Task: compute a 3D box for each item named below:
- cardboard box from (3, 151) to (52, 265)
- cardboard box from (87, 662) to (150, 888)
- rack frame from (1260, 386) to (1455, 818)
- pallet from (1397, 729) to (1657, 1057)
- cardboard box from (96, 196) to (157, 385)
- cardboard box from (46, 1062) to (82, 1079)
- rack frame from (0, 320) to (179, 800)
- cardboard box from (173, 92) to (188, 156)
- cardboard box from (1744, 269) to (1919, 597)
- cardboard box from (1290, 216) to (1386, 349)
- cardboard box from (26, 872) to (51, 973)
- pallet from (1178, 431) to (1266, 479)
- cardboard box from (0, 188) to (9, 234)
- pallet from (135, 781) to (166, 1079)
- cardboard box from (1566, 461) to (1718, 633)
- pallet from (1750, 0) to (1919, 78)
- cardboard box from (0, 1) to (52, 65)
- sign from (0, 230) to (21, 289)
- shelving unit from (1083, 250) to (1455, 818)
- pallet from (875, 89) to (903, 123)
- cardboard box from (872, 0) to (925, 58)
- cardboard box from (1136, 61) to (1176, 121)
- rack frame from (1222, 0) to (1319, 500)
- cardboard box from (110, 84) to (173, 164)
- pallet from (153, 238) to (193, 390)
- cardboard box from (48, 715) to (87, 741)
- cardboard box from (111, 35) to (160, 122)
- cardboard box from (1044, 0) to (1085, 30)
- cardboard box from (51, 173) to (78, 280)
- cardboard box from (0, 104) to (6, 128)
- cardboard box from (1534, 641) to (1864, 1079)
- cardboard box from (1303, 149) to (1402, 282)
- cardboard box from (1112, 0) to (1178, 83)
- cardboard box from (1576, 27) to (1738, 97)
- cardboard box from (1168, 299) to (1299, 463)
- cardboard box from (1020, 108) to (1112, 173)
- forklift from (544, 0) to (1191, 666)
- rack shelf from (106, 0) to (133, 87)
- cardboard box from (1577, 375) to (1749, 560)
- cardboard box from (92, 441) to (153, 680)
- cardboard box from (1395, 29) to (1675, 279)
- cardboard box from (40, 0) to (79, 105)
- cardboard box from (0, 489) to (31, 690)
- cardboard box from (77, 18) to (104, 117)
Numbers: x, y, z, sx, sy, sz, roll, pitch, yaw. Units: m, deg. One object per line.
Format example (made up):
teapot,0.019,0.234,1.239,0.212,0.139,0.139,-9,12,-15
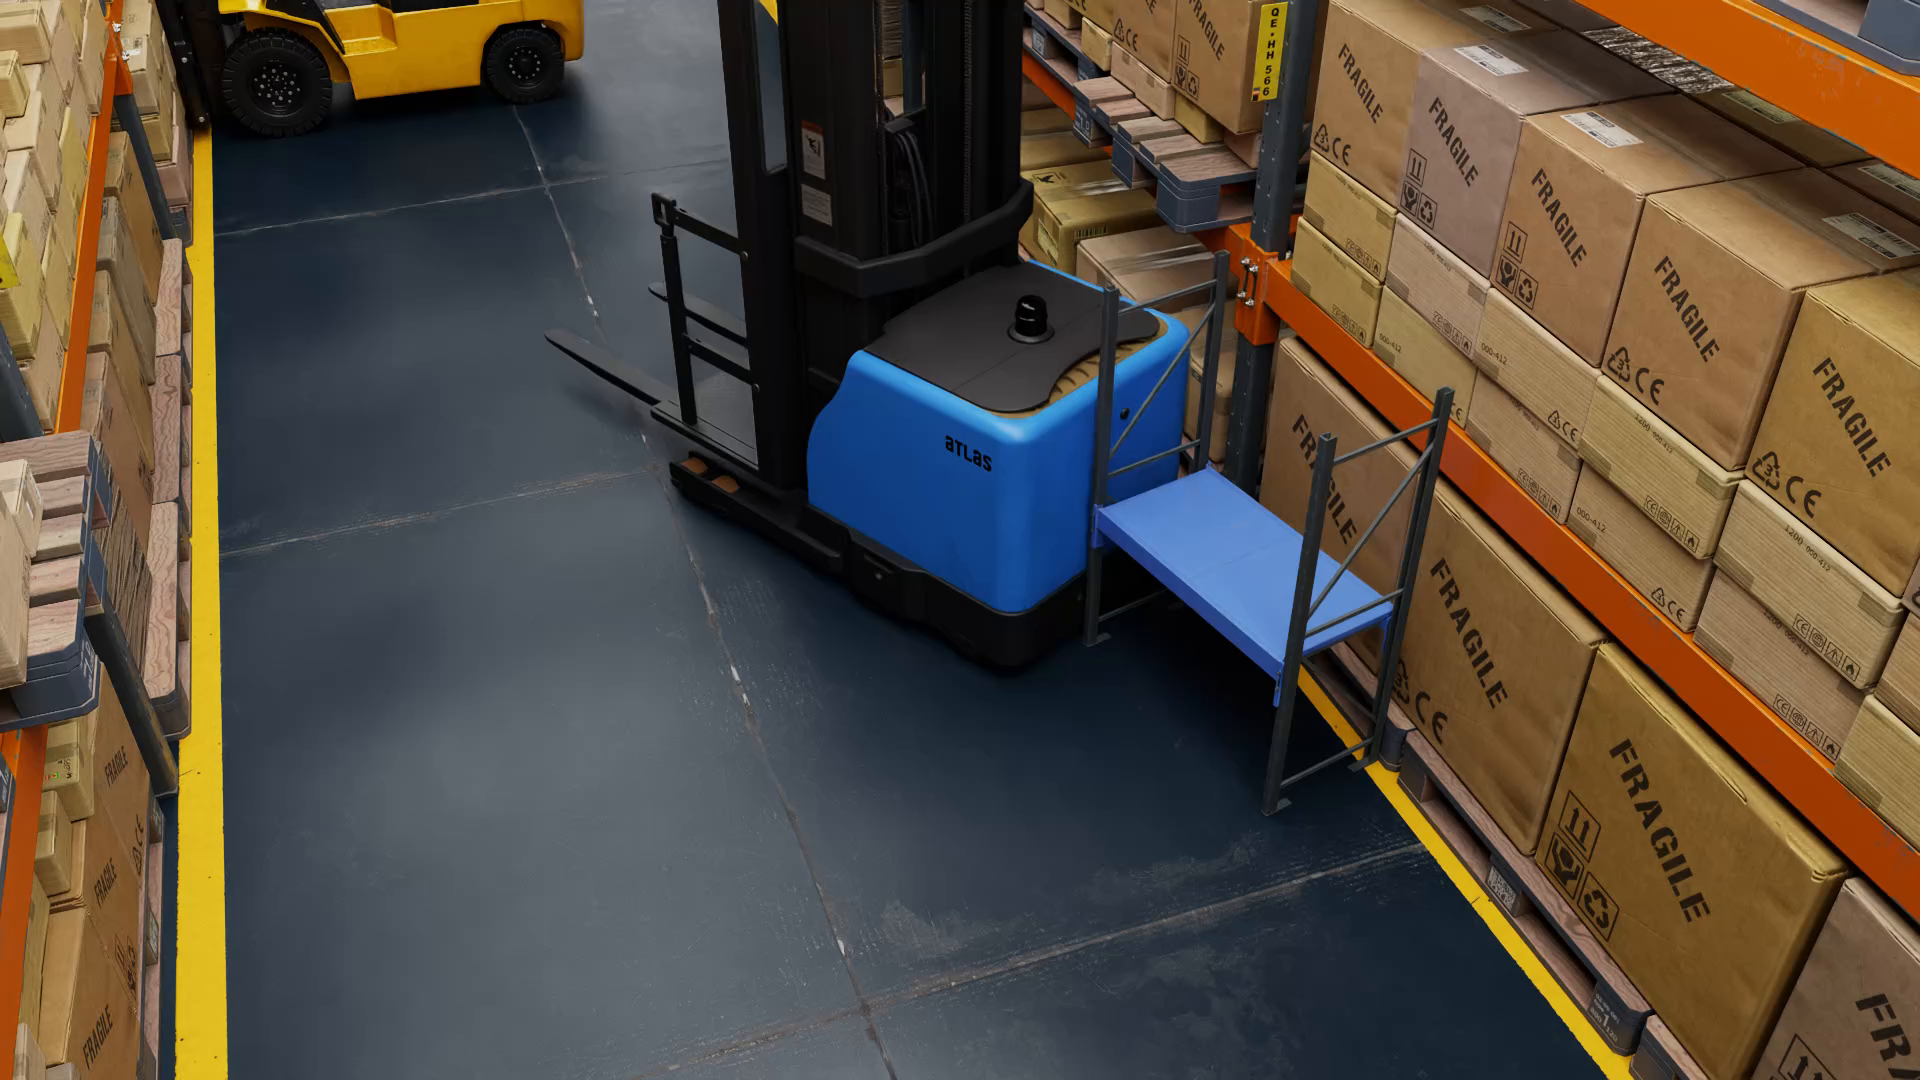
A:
cardboard box,-3.221,-0.994,5.285,0.500,0.250,0.500,-11,38,-15
cardboard box,-2.779,0.756,4.982,0.500,0.500,0.500,-11,38,-15
rack frame,1.221,0.236,5.191,0.500,1.500,0.032,-21,42,-25
pallet,2.150,0.964,5.295,1.003,0.211,1.213,-12,39,-16
cardboard box,-4.053,-1.016,7.230,0.875,0.625,0.625,-13,39,-16
cardboard box,-2.238,1.625,3.828,0.500,0.500,0.500,-14,39,-18
rack frame,-3.126,-0.269,4.615,1.000,3.000,0.127,-12,39,-16
cardboard box,-4.548,-2.224,9.146,0.500,0.250,0.500,-13,39,-17
cardboard box,2.179,-0.260,3.689,0.500,0.500,0.500,-11,38,-15
cardboard box,1.465,-0.911,5.591,0.500,0.250,0.500,-13,39,-17
cardboard box,-2.498,0.993,4.128,0.380,0.149,0.250,-11,38,-15
pallet,1.265,-0.627,7.407,1.003,0.211,1.213,-12,39,-16
cardboard box,-3.053,-0.960,4.909,0.380,0.149,0.250,-12,39,-15
pallet,-2.905,1.274,4.883,1.003,0.211,1.213,-12,39,-16
cardboard box,2.007,-0.049,4.446,0.500,0.250,0.500,-12,39,-16
pallet,2.192,-1.438,3.830,1.003,0.211,1.213,-11,38,-14
cardboard box,-3.545,-1.832,6.066,0.380,0.149,0.250,-13,39,-17
sign,-2.620,-0.818,4.446,0.100,0.325,0.005,-12,39,-16
shelving unit,0.951,-0.023,5.534,0.538,1.500,1.048,-21,42,-25
pallet,-0.108,-2.817,10.315,1.003,0.211,1.213,-12,39,-16
cardboard box,-0.299,-3.206,9.827,0.500,0.500,0.500,-13,39,-17
cardboard box,0.910,-1.773,6.470,0.380,0.149,0.250,-13,39,-16
rack frame,1.533,-1.299,5.982,1.000,3.000,0.127,-12,39,-16
cardboard box,-4.379,-2.135,8.613,0.500,0.250,0.500,-13,39,-16
pallet,-4.213,-1.007,7.912,1.003,0.211,1.213,-12,39,-16
cardboard box,-2.719,0.529,4.744,0.380,0.149,0.250,-14,39,-18
cardboard box,-4.375,-2.336,8.464,0.500,0.250,0.500,-13,39,-17
cardboard box,0.592,-2.362,7.252,0.380,0.149,0.250,-14,39,-17
cardboard box,-3.402,-1.085,5.823,0.500,0.250,0.500,-14,39,-17
cardboard box,-3.381,-1.381,5.468,0.380,0.149,0.250,-12,39,-15
cardboard box,2.303,0.799,4.613,0.875,0.875,0.875,-11,38,-15
cardboard box,1.475,-1.102,5.428,0.500,0.250,0.500,-13,39,-16
cardboard box,0.927,-2.115,6.385,0.500,0.500,0.500,-13,39,-17
cardboard box,2.141,-1.212,4.952,0.500,0.500,0.500,-12,39,-15
cardboard box,1.348,-0.739,7.072,0.950,0.372,0.625,-15,40,-19
cardboard box,0.590,-1.976,8.715,0.950,0.372,0.625,-10,38,-13
forklift,-0.574,-1.477,6.274,3.031,2.935,1.130,29,46,33
rack shelf,-5.191,-3.372,9.331,1.077,0.370,4.000,-12,39,-16
cardboard box,1.974,-0.236,4.279,0.500,0.250,0.500,-12,39,-15
cardboard box,-3.328,0.156,5.674,0.875,0.625,0.625,-11,38,-15
cardboard box,1.653,-1.131,4.844,0.500,0.500,0.500,-12,39,-16
cardboard box,-3.740,-1.865,6.442,0.500,0.250,0.500,-12,39,-15
cardboard box,-2.459,0.152,3.831,0.500,0.250,0.500,-14,39,-18
cardboard box,-3.906,-1.956,6.978,0.500,0.250,0.500,-13,39,-16
